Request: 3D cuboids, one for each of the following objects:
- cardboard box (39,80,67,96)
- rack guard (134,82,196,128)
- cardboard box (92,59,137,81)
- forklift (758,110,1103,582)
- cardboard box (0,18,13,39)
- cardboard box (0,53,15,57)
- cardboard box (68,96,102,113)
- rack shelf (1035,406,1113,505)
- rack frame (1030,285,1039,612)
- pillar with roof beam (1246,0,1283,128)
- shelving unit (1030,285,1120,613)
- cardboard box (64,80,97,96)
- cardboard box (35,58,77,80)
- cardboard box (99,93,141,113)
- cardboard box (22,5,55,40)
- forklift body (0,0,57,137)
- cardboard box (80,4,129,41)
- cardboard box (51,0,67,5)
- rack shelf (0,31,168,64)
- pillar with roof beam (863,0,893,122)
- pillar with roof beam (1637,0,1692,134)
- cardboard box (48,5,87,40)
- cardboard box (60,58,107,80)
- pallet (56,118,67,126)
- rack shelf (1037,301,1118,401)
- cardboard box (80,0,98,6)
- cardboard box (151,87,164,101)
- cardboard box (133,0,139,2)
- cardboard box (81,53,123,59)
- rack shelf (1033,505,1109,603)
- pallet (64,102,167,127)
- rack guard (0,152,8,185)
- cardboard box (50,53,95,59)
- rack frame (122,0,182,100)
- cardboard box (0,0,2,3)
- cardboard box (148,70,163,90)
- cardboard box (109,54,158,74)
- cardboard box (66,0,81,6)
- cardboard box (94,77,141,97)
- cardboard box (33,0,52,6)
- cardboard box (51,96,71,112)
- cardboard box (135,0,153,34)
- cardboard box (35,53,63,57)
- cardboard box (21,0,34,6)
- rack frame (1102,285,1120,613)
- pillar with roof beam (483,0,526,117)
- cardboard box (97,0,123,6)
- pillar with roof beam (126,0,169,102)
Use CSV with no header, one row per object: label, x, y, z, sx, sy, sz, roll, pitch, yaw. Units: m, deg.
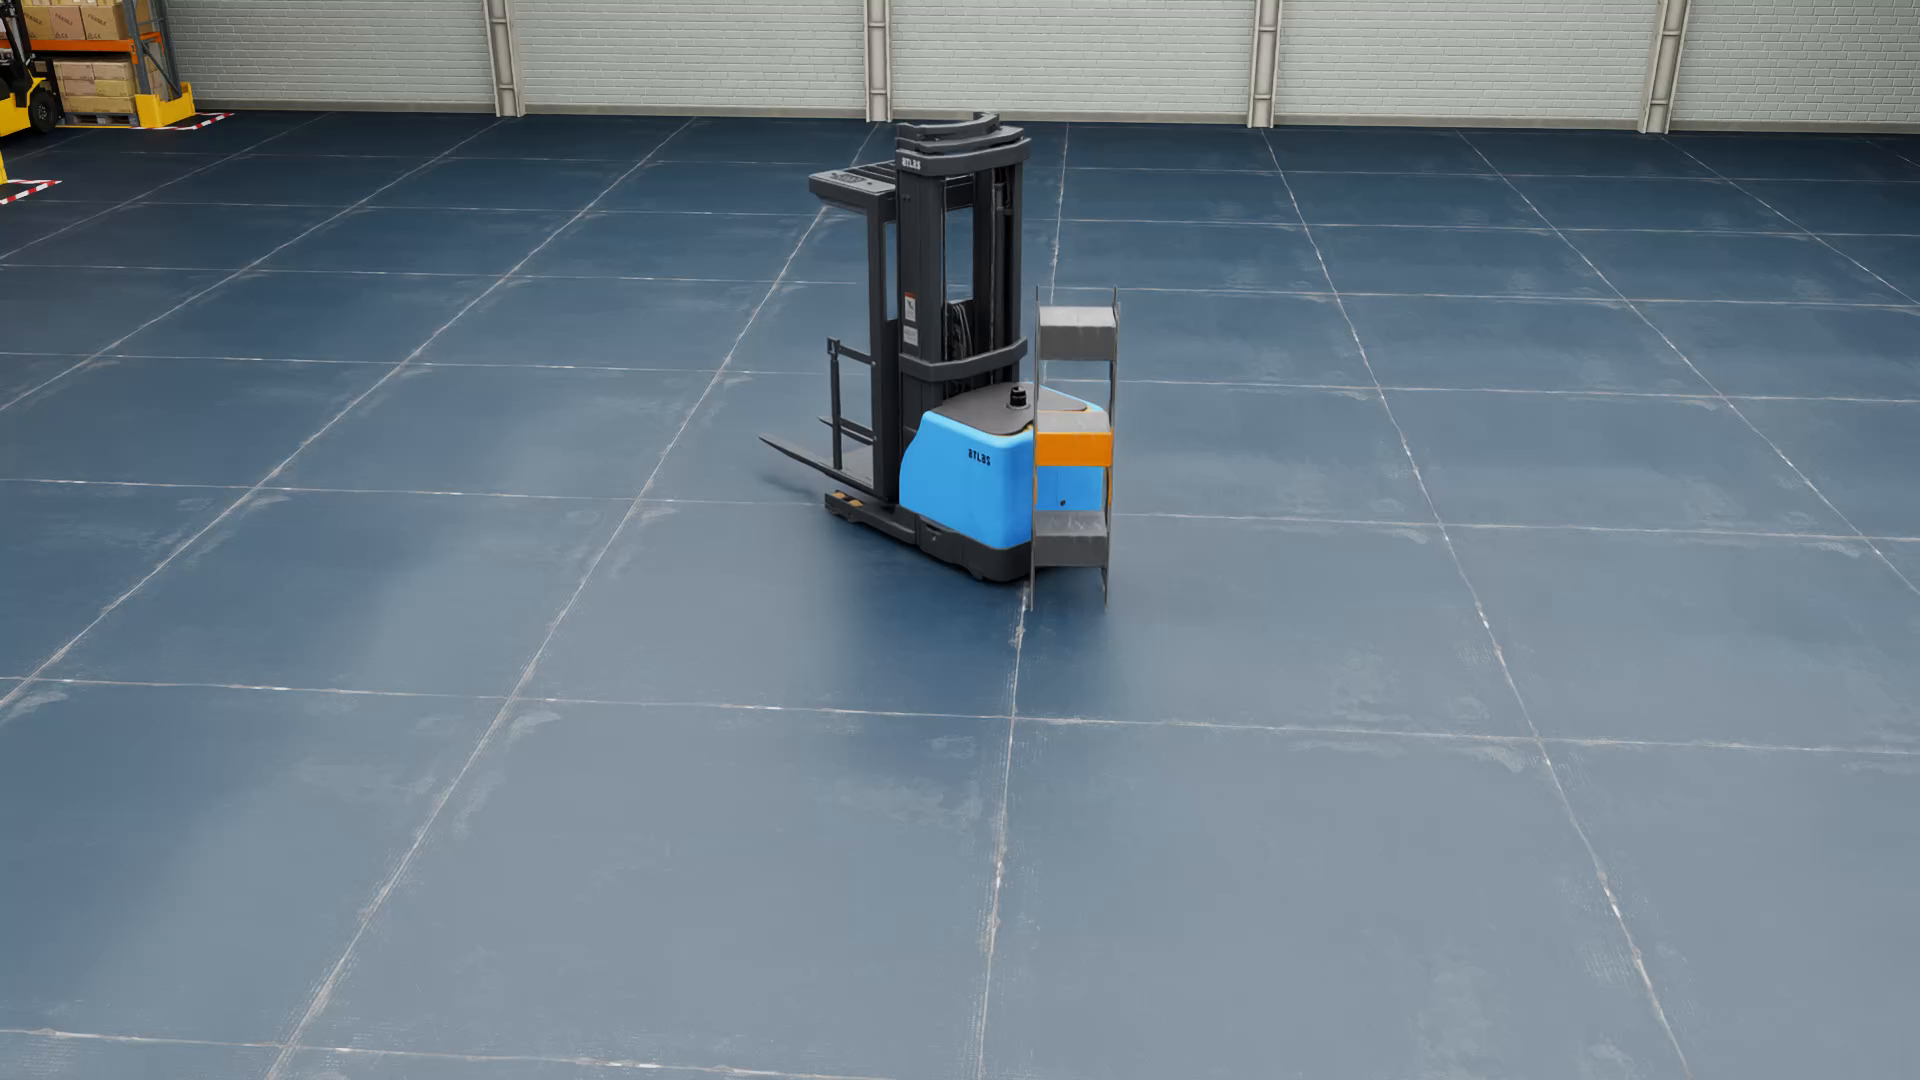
cardboard box,-14.145,-7.123,26.041,0.500,0.250,0.500,1,25,3
rack guard,-12.597,-6.904,26.368,0.348,0.500,1.175,2,25,4
cardboard box,-13.104,-7.321,25.874,0.500,0.250,0.500,3,25,6
forklift,-0.353,-1.584,11.898,1.130,2.935,3.031,-21,32,-37
cardboard box,-14.661,-8.040,25.727,0.500,0.500,0.500,2,25,4
cardboard box,-15.094,-7.597,26.475,0.500,0.250,0.500,2,25,4
cardboard box,-13.608,-6.885,26.123,0.500,0.250,0.500,2,25,4
rack shelf,0.722,-0.547,10.670,0.480,0.518,0.431,1,25,1
rack frame,0.478,-0.562,10.670,0.015,2.100,0.400,1,25,1
pillar with roof beam,4.372,-8.793,20.306,0.400,9.000,9.100,2,25,4
shelving unit,0.722,-0.559,10.665,0.503,2.100,0.431,1,25,1
cardboard box,-13.629,-7.115,26.025,0.500,0.250,0.500,2,25,3
cardboard box,-14.117,-7.347,25.930,0.500,0.250,0.500,2,25,5
cardboard box,-13.113,-6.865,26.080,0.500,0.250,0.500,2,25,4
cardboard box,-14.159,-8.029,25.702,0.500,0.500,0.500,1,25,3
forklift body,-14.651,-6.955,24.504,1.214,2.155,2.313,2,25,4
cardboard box,-13.131,-7.992,25.622,0.500,0.500,0.500,1,25,3
cardboard box,-13.745,-8.317,25.552,0.250,0.149,0.380,2,25,4
rack shelf,-14.615,-7.778,26.136,4.000,0.370,1.077,2,25,4
pillar with roof beam,-1.611,-8.985,20.724,0.400,9.000,9.100,2,25,4
pillar with roof beam,10.354,-8.601,19.889,0.400,9.000,9.100,2,25,4
cardboard box,-13.648,-8.013,25.667,0.500,0.500,0.500,3,25,6
cardboard box,-13.613,-7.335,25.904,0.500,0.250,0.500,2,25,5
pallet,-14.599,-6.821,26.532,1.213,0.211,1.003,2,25,4
rack shelf,0.722,-1.183,10.378,0.480,0.518,0.431,1,25,1
cardboard box,-13.245,-8.271,25.451,0.250,0.149,0.380,2,25,5
cardboard box,-13.095,-7.079,26.545,0.500,0.250,0.500,2,25,4
cardboard box,-12.939,-8.499,25.949,0.250,0.149,0.380,1,25,3
cardboard box,-13.584,-7.545,26.361,0.500,0.250,0.500,2,25,4
rack shelf,0.722,0.089,10.963,0.480,0.518,0.431,1,25,1
pallet,-13.386,-6.781,26.445,1.213,0.211,1.003,2,25,4
rack guard,-13.073,-4.838,21.878,0.348,0.500,1.175,2,25,4
cardboard box,-14.082,-7.565,26.405,0.500,0.250,0.500,2,25,4
rack frame,-12.621,-8.040,25.847,0.127,3.000,1.000,2,25,4
cardboard box,-14.771,-8.331,25.582,0.250,0.149,0.380,1,25,3
cardboard box,-13.073,-7.311,26.450,0.500,0.250,0.500,2,25,5
cardboard box,-13.085,-7.531,26.330,0.500,0.250,0.500,1,25,3
cardboard box,-13.499,-8.304,25.525,0.250,0.149,0.380,2,25,5
cardboard box,-13.130,-7.094,25.980,0.500,0.250,0.500,2,25,3
cardboard box,-14.015,-8.306,25.528,0.250,0.149,0.380,1,25,2
cardboard box,-14.106,-6.905,26.166,0.500,0.250,0.500,2,25,5
cardboard box,-13.093,-8.217,26.112,0.500,0.500,0.500,3,25,6
cardboard box,-14.592,-7.585,26.447,0.500,0.250,0.500,1,25,3
cardboard box,-14.269,-8.306,25.528,0.250,0.149,0.380,2,25,4
rack frame,0.966,-0.557,10.659,0.015,2.100,0.400,1,25,1
pillar with roof beam,-7.593,-9.177,21.141,0.400,9.000,9.100,2,25,4
cardboard box,-12.988,-8.275,25.461,0.250,0.149,0.380,2,25,5
pillar with roof beam,-13.575,-9.369,21.558,0.400,9.000,9.100,2,25,4
